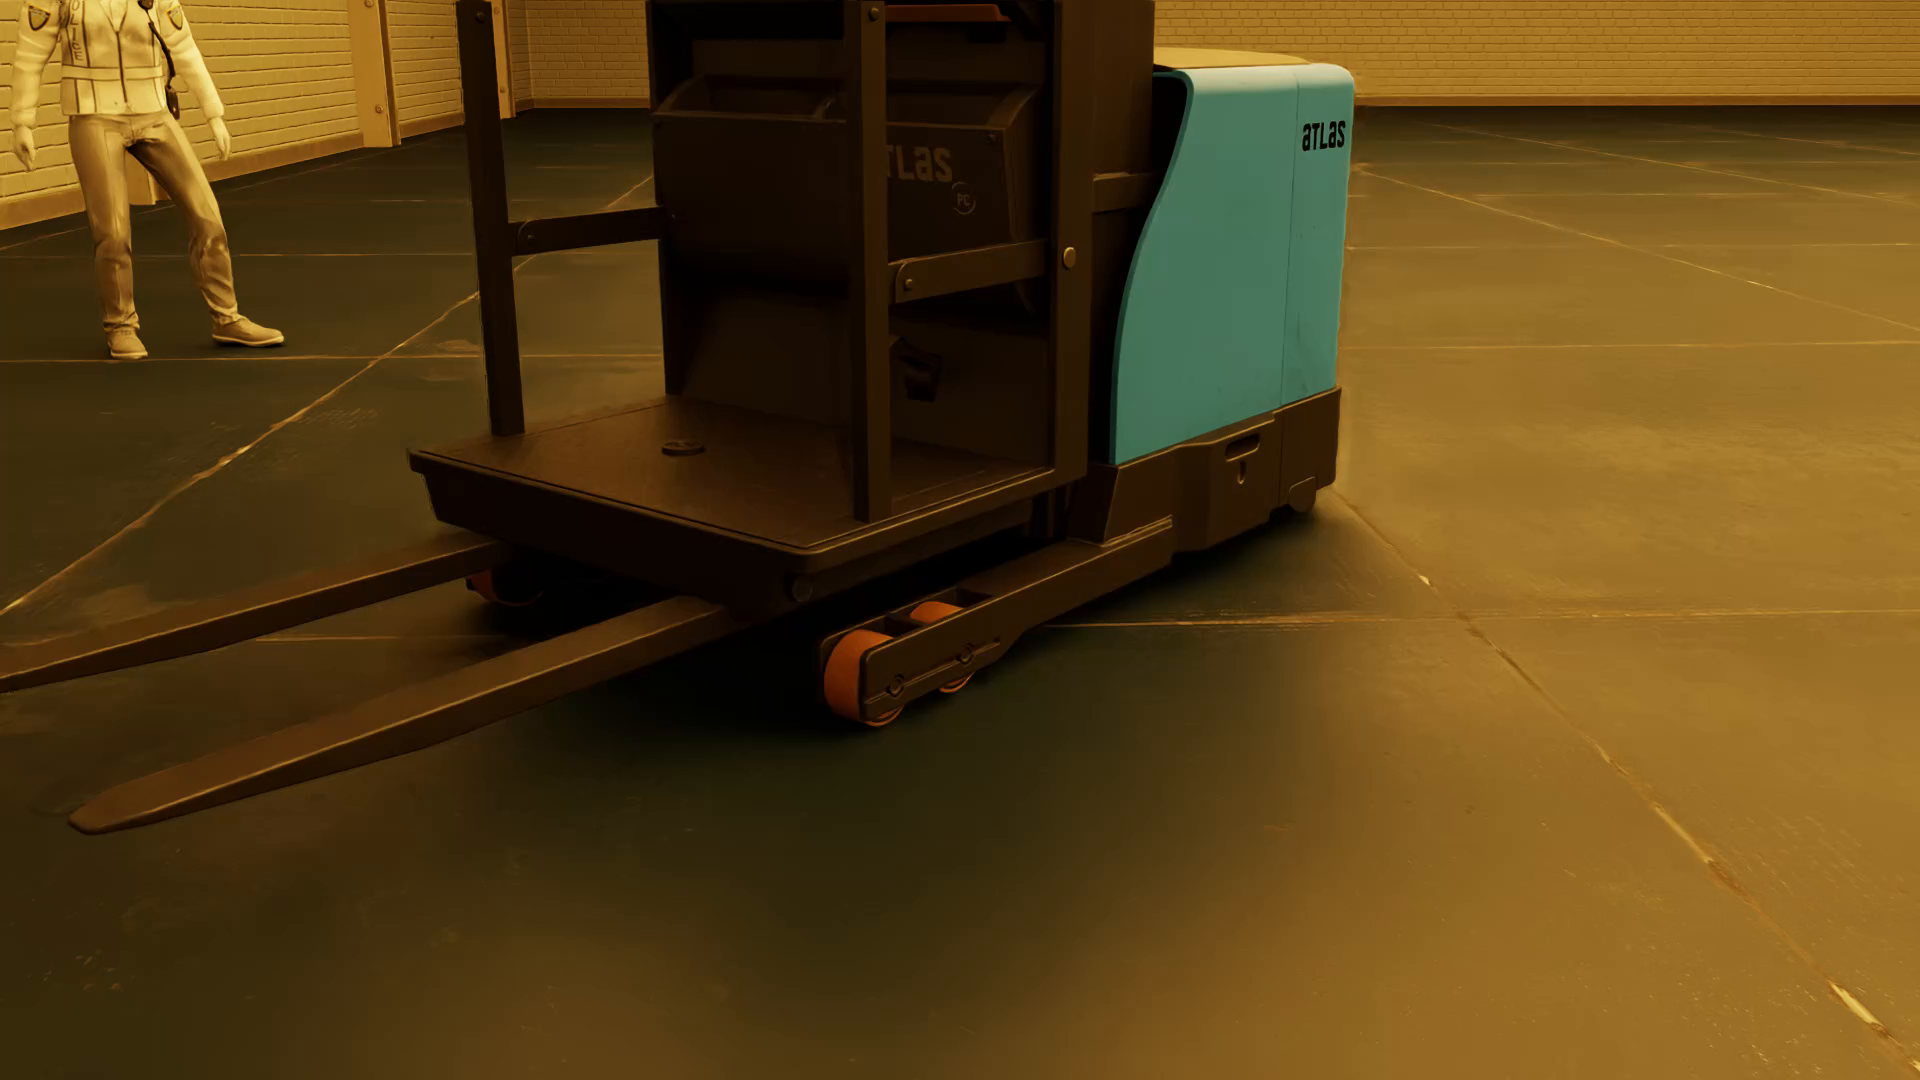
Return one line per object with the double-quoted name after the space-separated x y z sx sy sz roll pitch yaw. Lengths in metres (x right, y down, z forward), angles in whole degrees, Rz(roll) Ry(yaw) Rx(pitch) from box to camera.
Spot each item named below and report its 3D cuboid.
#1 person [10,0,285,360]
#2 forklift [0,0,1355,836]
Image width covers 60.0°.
-2.967 -1.485 5.991 0.780 1.638 0.376 -14 22 -39 "person"
-0.370 -1.243 2.972 1.130 2.935 3.031 13 21 37 "forklift"
